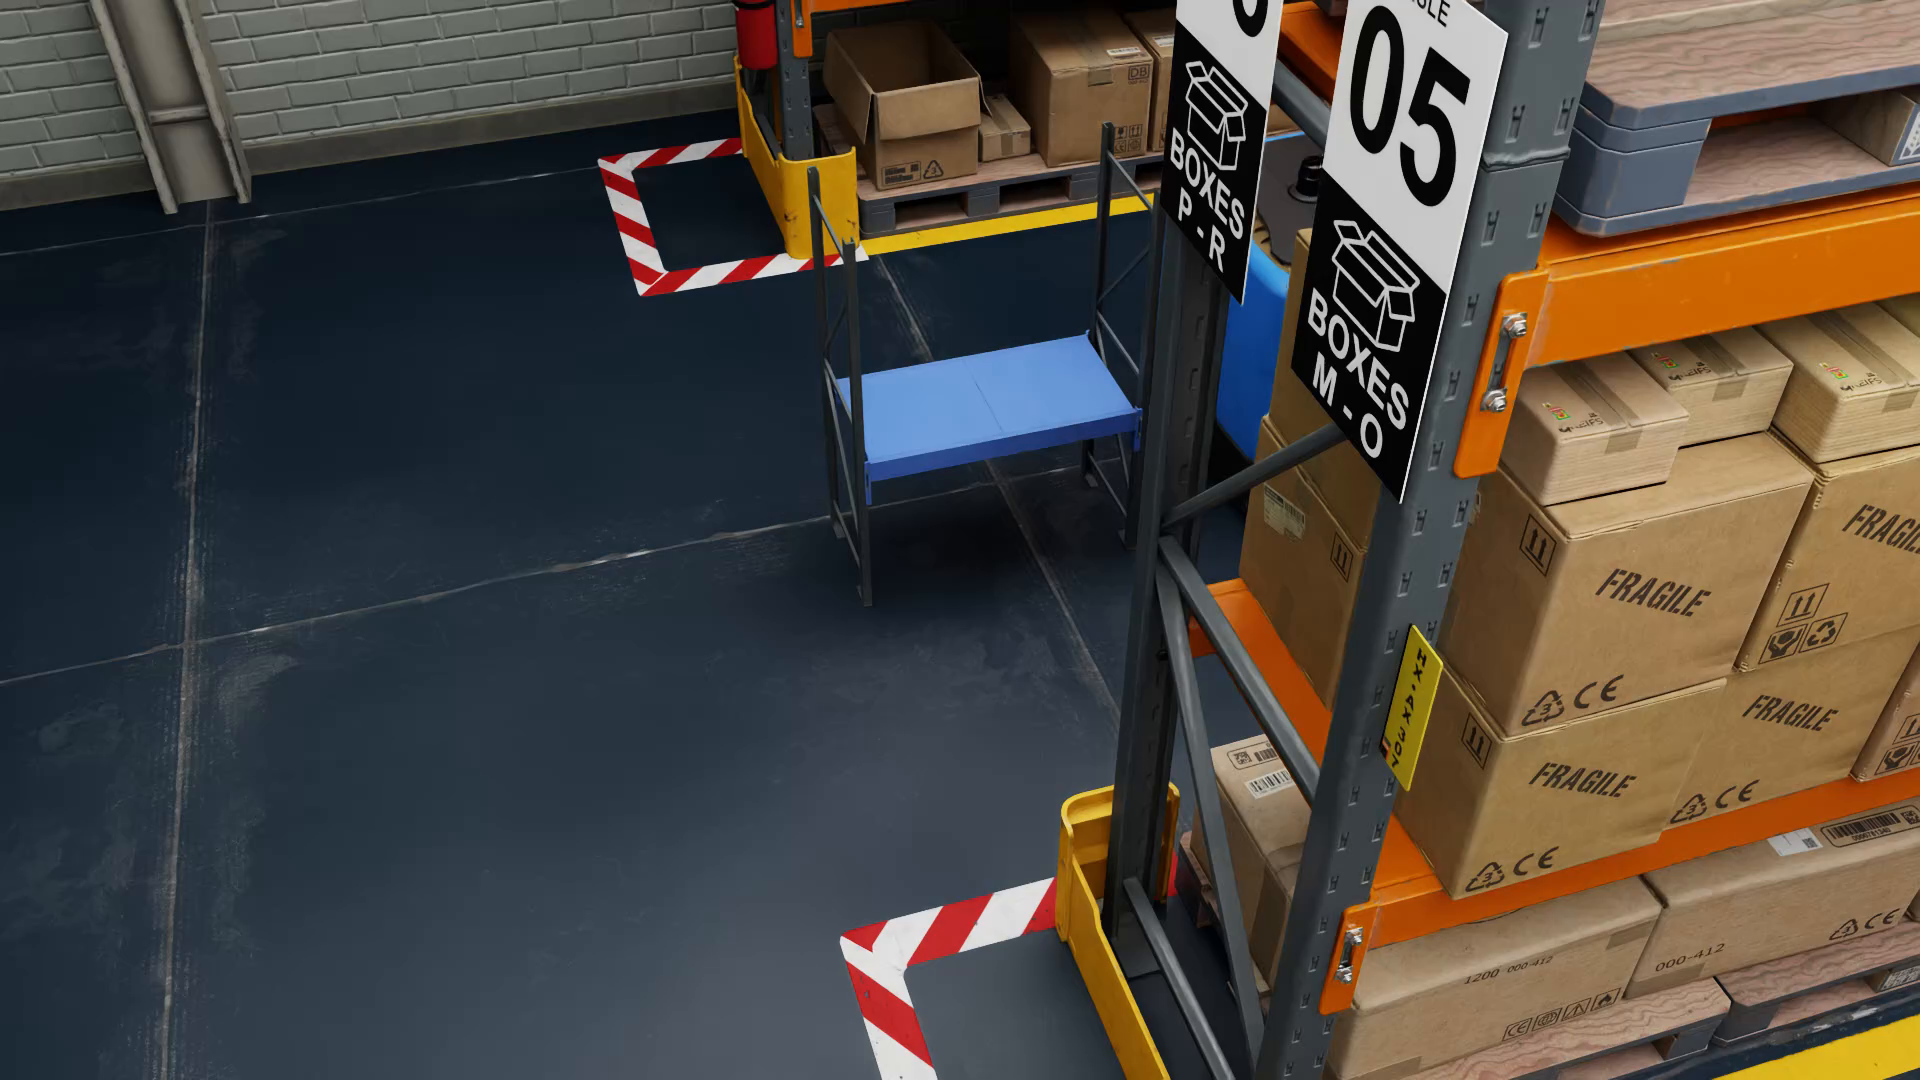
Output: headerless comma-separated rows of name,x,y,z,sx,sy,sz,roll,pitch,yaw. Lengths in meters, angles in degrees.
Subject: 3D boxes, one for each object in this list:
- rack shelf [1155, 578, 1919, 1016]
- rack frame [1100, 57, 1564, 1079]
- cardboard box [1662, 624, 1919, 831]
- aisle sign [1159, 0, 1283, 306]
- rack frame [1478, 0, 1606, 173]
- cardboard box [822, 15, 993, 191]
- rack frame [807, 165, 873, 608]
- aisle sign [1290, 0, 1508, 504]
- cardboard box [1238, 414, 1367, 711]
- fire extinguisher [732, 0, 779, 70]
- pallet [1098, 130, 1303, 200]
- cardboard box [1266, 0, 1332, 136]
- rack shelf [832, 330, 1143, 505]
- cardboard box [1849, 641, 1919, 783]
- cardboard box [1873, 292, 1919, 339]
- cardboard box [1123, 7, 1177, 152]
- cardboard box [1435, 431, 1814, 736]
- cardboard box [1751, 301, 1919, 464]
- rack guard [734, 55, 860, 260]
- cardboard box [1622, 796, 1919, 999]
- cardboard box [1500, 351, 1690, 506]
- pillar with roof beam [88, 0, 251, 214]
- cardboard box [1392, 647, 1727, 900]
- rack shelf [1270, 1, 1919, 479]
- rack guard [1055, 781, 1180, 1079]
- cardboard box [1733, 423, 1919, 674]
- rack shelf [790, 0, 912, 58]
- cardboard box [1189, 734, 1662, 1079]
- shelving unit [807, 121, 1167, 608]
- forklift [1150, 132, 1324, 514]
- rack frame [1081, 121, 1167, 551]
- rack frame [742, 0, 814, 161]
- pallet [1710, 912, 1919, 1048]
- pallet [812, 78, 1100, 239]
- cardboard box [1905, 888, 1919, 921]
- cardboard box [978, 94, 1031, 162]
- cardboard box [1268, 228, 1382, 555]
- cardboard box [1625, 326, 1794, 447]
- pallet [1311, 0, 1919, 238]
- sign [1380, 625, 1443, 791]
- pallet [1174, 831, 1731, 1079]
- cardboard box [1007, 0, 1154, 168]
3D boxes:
rack shelf,2.535,0.180,4.311,4.000,0.370,1.077,-12,42,-13
rack frame,0.627,0.304,3.622,0.127,3.000,1.000,-12,42,-13
cardboard box,1.645,0.234,3.626,0.500,0.500,0.500,-12,43,-14
aisle sign,0.465,-0.855,2.973,0.004,0.787,0.394,-12,42,-13
rack frame,0.627,-1.955,1.648,0.127,3.000,1.000,-12,42,-13
cardboard box,-0.256,-2.089,7.940,0.637,0.503,0.797,-13,43,-15
rack frame,-0.403,-0.481,5.661,0.032,1.500,0.500,-12,42,-13
aisle sign,0.645,-0.479,2.542,0.004,0.787,0.394,-12,42,-13
cardboard box,1.008,0.005,3.888,0.500,0.500,0.500,-11,42,-13
fire extinguisher,-0.869,-2.321,6.969,0.183,0.674,0.296,-12,42,-13
pallet,1.127,-2.172,8.575,1.213,0.211,1.003,-12,42,-13
cardboard box,1.561,-2.438,8.341,0.500,0.500,0.700,-13,43,-15
rack shelf,0.081,-0.446,5.894,1.000,0.185,0.538,-12,42,-13
cardboard box,2.136,0.145,3.728,0.500,0.500,0.500,-12,43,-13
cardboard box,1.805,-0.390,3.087,0.250,0.149,0.380,-13,43,-14
cardboard box,1.106,-2.274,8.154,0.500,0.500,0.500,-11,42,-12
cardboard box,1.170,-0.026,3.164,0.500,0.500,0.500,-13,43,-14
cardboard box,1.560,-0.327,3.015,0.250,0.149,0.380,-10,42,-12
rack guard,-0.795,-1.884,8.026,0.348,0.500,1.175,-12,42,-13
cardboard box,2.097,0.732,4.761,0.875,0.438,0.875,-11,42,-12
cardboard box,1.049,-0.251,2.928,0.250,0.149,0.380,-11,42,-12
pillar with roof beam,-2.417,-2.400,2.158,0.400,9.000,9.100,-12,42,-13
cardboard box,1.171,0.352,3.491,0.500,0.500,0.500,-12,43,-13
rack shelf,2.535,-0.950,3.324,4.000,0.370,1.077,-12,42,-13
rack guard,0.604,1.250,4.439,0.348,0.500,1.175,-12,42,-13
cardboard box,1.661,-0.133,3.286,0.500,0.500,0.500,-13,43,-14
rack shelf,1.040,-2.934,7.876,4.000,0.370,1.077,-12,42,-13
cardboard box,1.226,0.918,4.548,0.875,0.438,0.875,-13,43,-15
shelving unit,0.081,-0.582,5.776,1.048,1.500,0.538,-12,42,-13
forklift,2.312,-1.787,6.068,3.031,2.935,1.130,-14,43,-16
rack frame,0.566,-0.682,5.891,0.032,1.500,0.500,-12,42,-13
rack frame,-0.868,-2.810,7.186,0.127,3.000,1.000,-12,42,-13
pallet,2.528,0.909,5.050,1.213,0.211,1.003,-12,42,-13
pallet,-0.035,-1.933,8.302,1.213,0.211,1.003,-12,42,-13
cardboard box,2.957,0.554,4.964,0.875,0.438,0.875,-13,43,-14
cardboard box,0.161,-2.015,8.125,0.250,0.149,0.380,-13,43,-15
cardboard box,1.015,-0.355,3.540,0.500,0.500,0.500,-10,42,-12
cardboard box,1.277,-0.347,3.038,0.250,0.149,0.380,-11,42,-12
pallet,1.331,-0.945,2.839,1.213,0.211,1.003,-12,42,-13
sign,0.788,0.298,2.911,0.005,0.325,0.100,-12,42,-13
pallet,1.366,1.147,4.776,1.213,0.211,1.003,-12,42,-13
cardboard box,0.571,-2.233,8.106,0.500,0.500,0.700,-10,42,-11
